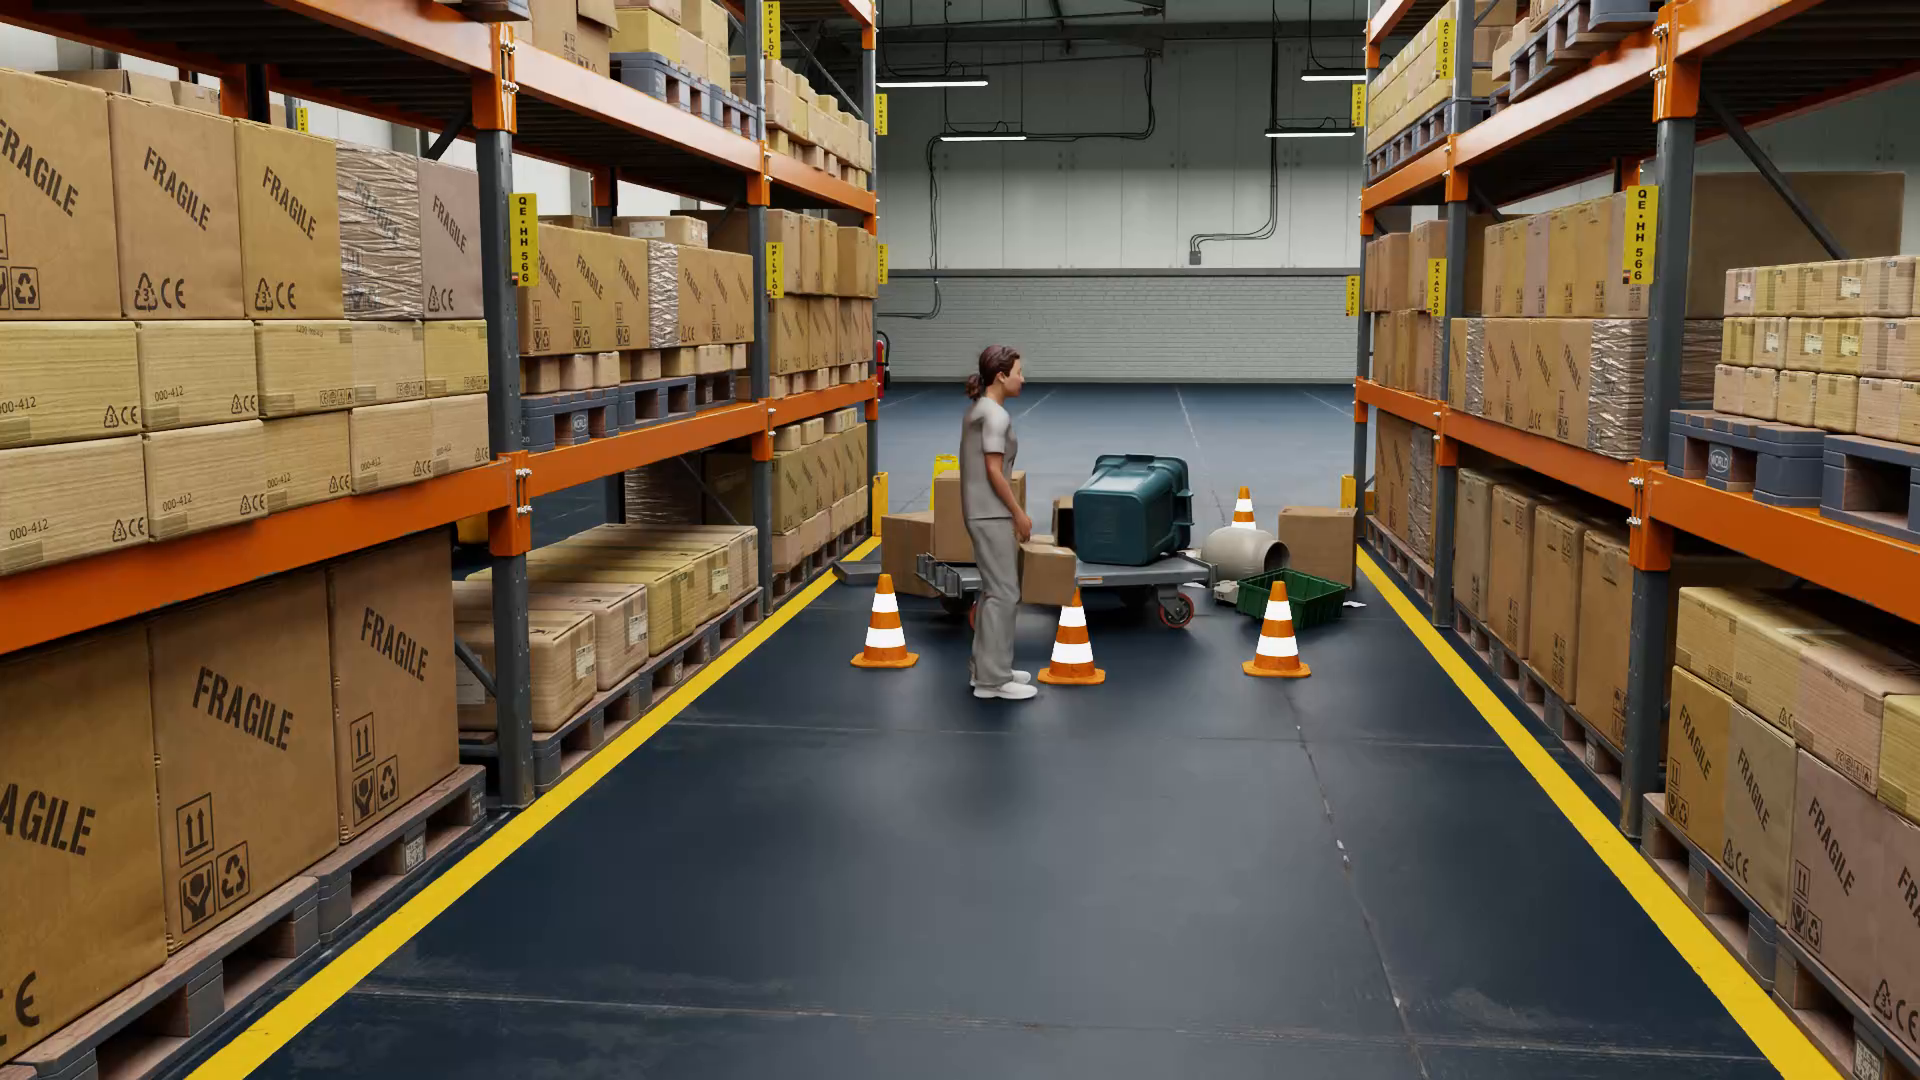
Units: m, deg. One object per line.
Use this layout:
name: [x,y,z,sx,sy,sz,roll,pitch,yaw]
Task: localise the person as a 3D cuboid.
person: [0.180,-0.096,8.006,0.364,1.676,0.474,-1,8,-4]
